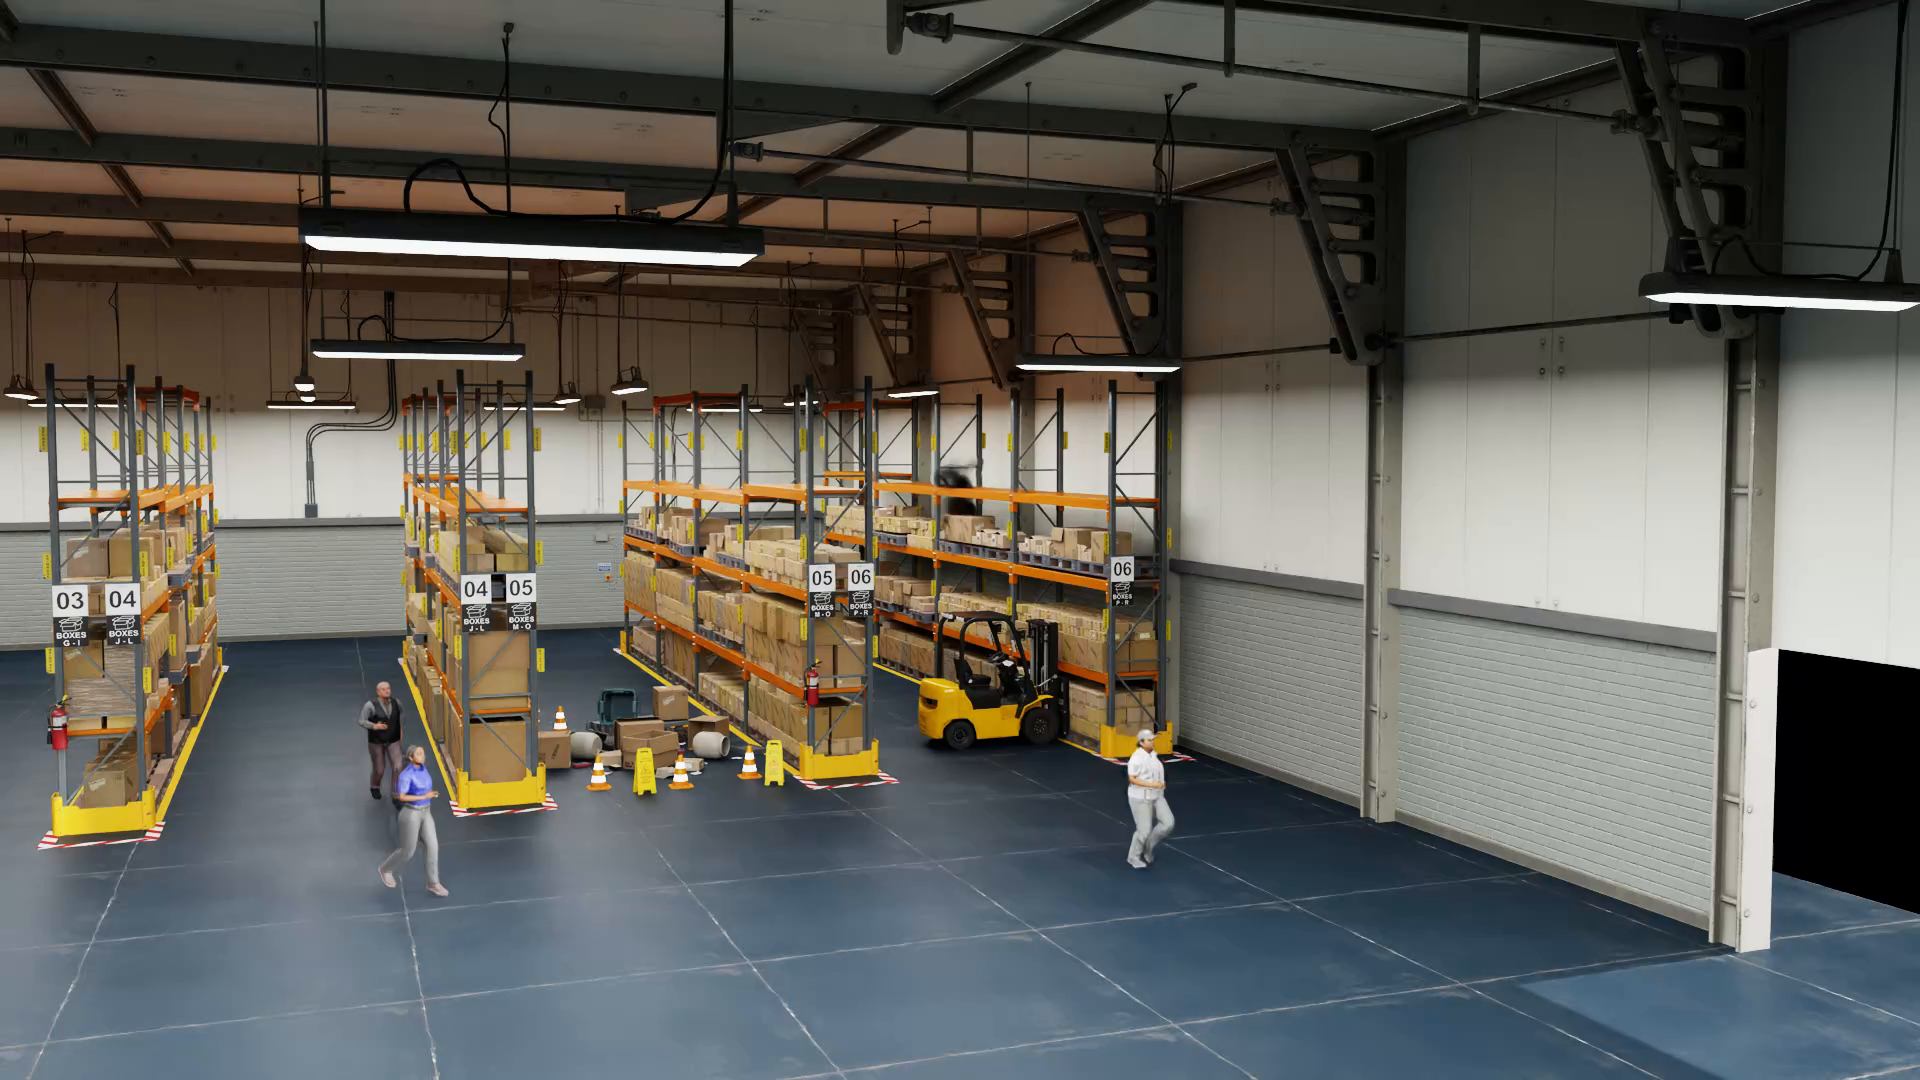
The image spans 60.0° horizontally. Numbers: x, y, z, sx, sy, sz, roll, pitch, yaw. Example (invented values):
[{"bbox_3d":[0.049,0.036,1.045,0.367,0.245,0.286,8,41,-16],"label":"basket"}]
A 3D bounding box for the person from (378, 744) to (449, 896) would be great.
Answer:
[{"bbox_3d":[-6.062,3.088,18.435,0.864,1.666,0.609,1,4,18],"label":"person"}]

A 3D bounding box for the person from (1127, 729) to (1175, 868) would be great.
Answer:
[{"bbox_3d":[2.217,3.034,19.501,0.570,1.638,0.661,3,4,42],"label":"person"}]

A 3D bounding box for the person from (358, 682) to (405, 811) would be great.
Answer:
[{"bbox_3d":[-7.925,2.809,22.876,0.686,1.736,0.932,-2,4,-36],"label":"person"}]
